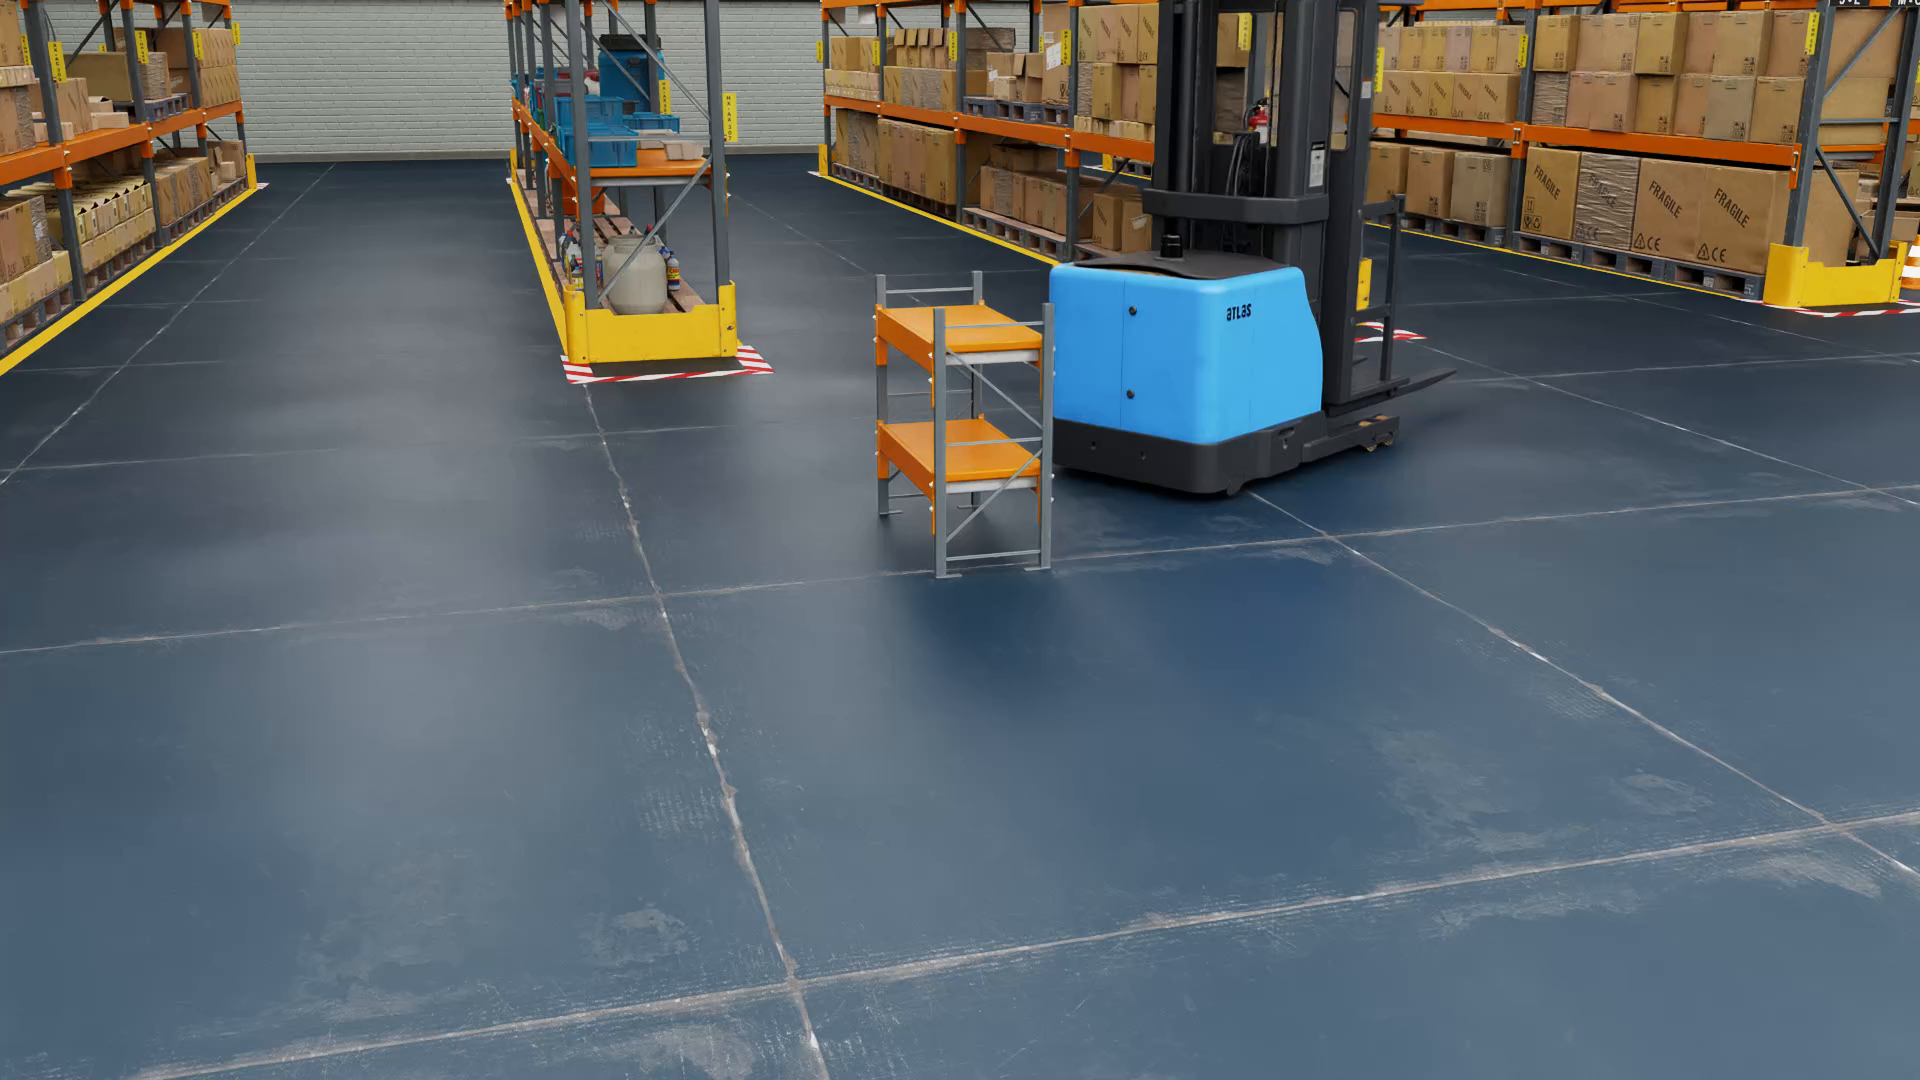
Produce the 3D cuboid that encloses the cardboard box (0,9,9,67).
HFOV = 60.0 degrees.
[{"bbox_3d":[-7.708,-3.850,12.626,0.700,0.500,0.500,-5,17,-15],"label":"cardboard box"}]

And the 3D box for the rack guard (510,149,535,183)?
[{"bbox_3d":[-6.529,-5.961,26.428,1.175,0.500,0.348,-5,17,-15],"label":"rack guard"}]

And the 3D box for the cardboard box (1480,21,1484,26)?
[{"bbox_3d":[8.521,-8.200,26.498,0.380,0.149,0.250,-4,17,-14],"label":"cardboard box"}]

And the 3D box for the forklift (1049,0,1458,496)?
[{"bbox_3d":[1.784,-1.970,8.914,1.130,2.935,3.031,14,22,39],"label":"forklift"}]

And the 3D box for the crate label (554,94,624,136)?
[{"bbox_3d":[-2.879,-3.232,12.935,0.502,0.435,0.616,-5,17,-15],"label":"crate label"}]

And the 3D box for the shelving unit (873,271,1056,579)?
[{"bbox_3d":[-0.002,-0.541,7.296,0.538,1.125,1.048,-5,17,-15],"label":"shelving unit"}]

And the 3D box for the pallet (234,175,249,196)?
[{"bbox_3d":[-11.033,-5.185,24.347,1.003,0.211,1.213,-5,17,-15],"label":"pallet"}]

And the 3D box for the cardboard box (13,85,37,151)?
[{"bbox_3d":[-7.848,-3.368,13.278,0.700,0.500,0.500,-5,17,-17],"label":"cardboard box"}]

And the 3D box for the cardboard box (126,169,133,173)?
[{"bbox_3d":[-9.700,-3.946,18.955,0.500,0.500,0.500,-5,18,-17],"label":"cardboard box"}]

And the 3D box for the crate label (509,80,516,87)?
[{"bbox_3d":[-6.759,-7.007,25.751,0.416,0.233,0.303,-5,17,-15],"label":"crate label"}]

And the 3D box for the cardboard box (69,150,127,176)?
[{"bbox_3d":[-9.577,-4.177,18.421,0.500,0.250,0.500,-4,17,-13],"label":"cardboard box"}]

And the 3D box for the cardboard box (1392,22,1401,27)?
[{"bbox_3d":[7.714,-8.897,28.818,0.380,0.149,0.250,-4,17,-14],"label":"cardboard box"}]

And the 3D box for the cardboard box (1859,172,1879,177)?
[{"bbox_3d":[10.731,-4.294,20.372,0.950,0.372,0.625,-4,17,-12],"label":"cardboard box"}]

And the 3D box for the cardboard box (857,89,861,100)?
[{"bbox_3d":[-1.330,-6.661,24.848,0.380,0.149,0.250,-4,17,-14],"label":"cardboard box"}]

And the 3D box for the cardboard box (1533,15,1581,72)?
[{"bbox_3d":[6.415,-5.073,16.990,0.875,0.550,0.550,-5,17,-15],"label":"cardboard box"}]

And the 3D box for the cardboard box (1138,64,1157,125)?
[{"bbox_3d":[2.050,-3.873,14.440,0.875,0.500,0.500,-5,17,-15],"label":"cardboard box"}]

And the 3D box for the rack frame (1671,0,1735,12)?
[{"bbox_3d":[9.979,-6.115,22.595,1.000,3.000,0.127,-5,17,-15],"label":"rack frame"}]

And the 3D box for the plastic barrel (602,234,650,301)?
[{"bbox_3d":[-2.505,-2.051,12.661,0.421,0.512,0.421,0,17,0],"label":"plastic barrel"}]

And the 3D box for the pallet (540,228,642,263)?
[{"bbox_3d":[-3.804,-3.050,17.239,1.003,0.211,1.213,-5,17,-15],"label":"pallet"}]

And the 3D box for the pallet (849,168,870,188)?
[{"bbox_3d":[-1.121,-5.657,25.917,1.003,0.211,1.213,-5,17,-15],"label":"pallet"}]

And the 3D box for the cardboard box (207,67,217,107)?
[{"bbox_3d":[-10.196,-6.007,22.063,0.500,0.500,0.500,-4,17,-14],"label":"cardboard box"}]

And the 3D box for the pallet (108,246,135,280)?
[{"bbox_3d":[-8.555,-2.646,15.894,1.003,0.211,1.213,-5,17,-15],"label":"pallet"}]

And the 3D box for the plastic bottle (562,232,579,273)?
[{"bbox_3d":[-3.337,-2.467,14.291,0.144,0.351,0.185,-5,18,-18],"label":"plastic bottle"}]

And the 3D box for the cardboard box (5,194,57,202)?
[{"bbox_3d":[-8.781,-3.106,15.652,0.500,0.311,0.500,-5,17,-16],"label":"cardboard box"}]

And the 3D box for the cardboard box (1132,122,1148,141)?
[{"bbox_3d":[1.745,-3.607,14.684,0.380,0.149,0.250,-5,17,-15],"label":"cardboard box"}]

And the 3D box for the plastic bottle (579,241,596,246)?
[{"bbox_3d":[-3.251,-2.531,14.503,0.144,0.351,0.185,-5,17,-15],"label":"plastic bottle"}]

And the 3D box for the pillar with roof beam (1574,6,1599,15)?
[{"bbox_3d":[8.539,-12.071,31.995,9.100,9.000,0.400,-5,17,-15],"label":"pillar with roof beam"}]

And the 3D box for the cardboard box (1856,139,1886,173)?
[{"bbox_3d":[14.154,-5.896,25.481,0.500,0.500,0.500,-4,17,-13],"label":"cardboard box"}]

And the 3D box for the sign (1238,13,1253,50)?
[{"bbox_3d":[2.110,-3.786,12.280,0.100,0.325,0.005,-5,17,-15],"label":"sign"}]

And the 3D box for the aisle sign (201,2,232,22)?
[{"bbox_3d":[-10.998,-8.050,24.519,0.394,0.787,0.004,-5,17,-15],"label":"aisle sign"}]

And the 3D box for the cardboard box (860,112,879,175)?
[{"bbox_3d":[-1.000,-6.059,25.373,0.875,0.875,0.875,-5,17,-15],"label":"cardboard box"}]

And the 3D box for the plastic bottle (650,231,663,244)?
[{"bbox_3d":[-2.616,-2.478,14.326,0.144,0.351,0.185,-5,17,-16],"label":"plastic bottle"}]

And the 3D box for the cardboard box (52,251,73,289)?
[{"bbox_3d":[-7.638,-2.216,13.665,0.500,0.250,0.500,-5,17,-15],"label":"cardboard box"}]

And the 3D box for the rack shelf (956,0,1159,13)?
[{"bbox_3d":[1.001,-5.870,17.817,1.077,0.370,4.000,-5,17,-15],"label":"rack shelf"}]

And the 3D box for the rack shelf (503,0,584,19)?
[{"bbox_3d":[-5.960,-7.691,23.880,1.077,0.370,4.000,-5,17,-15],"label":"rack shelf"}]

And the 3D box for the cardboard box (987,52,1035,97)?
[{"bbox_3d":[0.638,-5.434,19.425,0.500,0.500,0.500,-7,18,-22],"label":"cardboard box"}]

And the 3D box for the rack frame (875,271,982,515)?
[{"bbox_3d":[-0.142,-0.681,7.765,0.500,1.125,0.032,-5,17,-15],"label":"rack frame"}]

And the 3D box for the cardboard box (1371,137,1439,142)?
[{"bbox_3d":[5.329,-4.644,20.878,1.050,0.750,0.750,-5,17,-16],"label":"cardboard box"}]

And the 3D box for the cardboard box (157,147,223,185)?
[{"bbox_3d":[-10.696,-5.190,23.090,0.797,0.503,0.637,-5,17,-15],"label":"cardboard box"}]

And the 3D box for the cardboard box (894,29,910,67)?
[{"bbox_3d":[-0.465,-6.790,22.925,0.797,0.503,0.637,-5,17,-17],"label":"cardboard box"}]

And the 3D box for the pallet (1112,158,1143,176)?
[{"bbox_3d":[3.259,-6.324,28.139,1.003,0.211,1.213,-5,17,-15],"label":"pallet"}]

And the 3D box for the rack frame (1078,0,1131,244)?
[{"bbox_3d":[1.553,-4.225,16.304,0.949,2.616,0.053,-5,17,-15],"label":"rack frame"}]

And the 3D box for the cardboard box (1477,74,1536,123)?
[{"bbox_3d":[5.947,-4.760,17.911,0.500,0.500,0.500,-5,17,-16],"label":"cardboard box"}]

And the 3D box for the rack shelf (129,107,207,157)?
[{"bbox_3d":[-9.625,-4.758,19.328,1.077,0.370,4.000,-5,17,-15],"label":"rack shelf"}]

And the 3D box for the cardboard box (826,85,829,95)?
[{"bbox_3d":[-1.967,-7.300,26.976,0.380,0.149,0.250,-4,17,-15],"label":"cardboard box"}]

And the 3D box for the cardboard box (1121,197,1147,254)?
[{"bbox_3d":[1.786,-2.957,15.698,0.500,0.500,0.500,1,17,2],"label":"cardboard box"}]

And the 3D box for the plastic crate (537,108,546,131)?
[{"bbox_3d":[-3.962,-4.191,16.559,0.450,0.188,0.662,-5,17,-15],"label":"plastic crate"}]

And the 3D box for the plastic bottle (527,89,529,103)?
[{"bbox_3d":[-5.332,-5.508,20.791,0.152,0.276,0.135,-5,17,-15],"label":"plastic bottle"}]

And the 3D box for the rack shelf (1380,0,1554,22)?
[{"bbox_3d":[8.330,-8.866,27.792,1.077,0.370,4.000,-5,17,-15],"label":"rack shelf"}]

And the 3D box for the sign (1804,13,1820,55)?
[{"bbox_3d":[6.921,-4.112,13.501,0.100,0.325,0.005,-5,17,-15],"label":"sign"}]

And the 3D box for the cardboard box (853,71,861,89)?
[{"bbox_3d":[-1.307,-6.894,24.932,0.500,0.250,0.500,-4,17,-14],"label":"cardboard box"}]

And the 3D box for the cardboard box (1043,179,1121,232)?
[{"bbox_3d":[1.289,-3.543,17.615,0.700,0.500,0.500,-5,17,-16],"label":"cardboard box"}]
